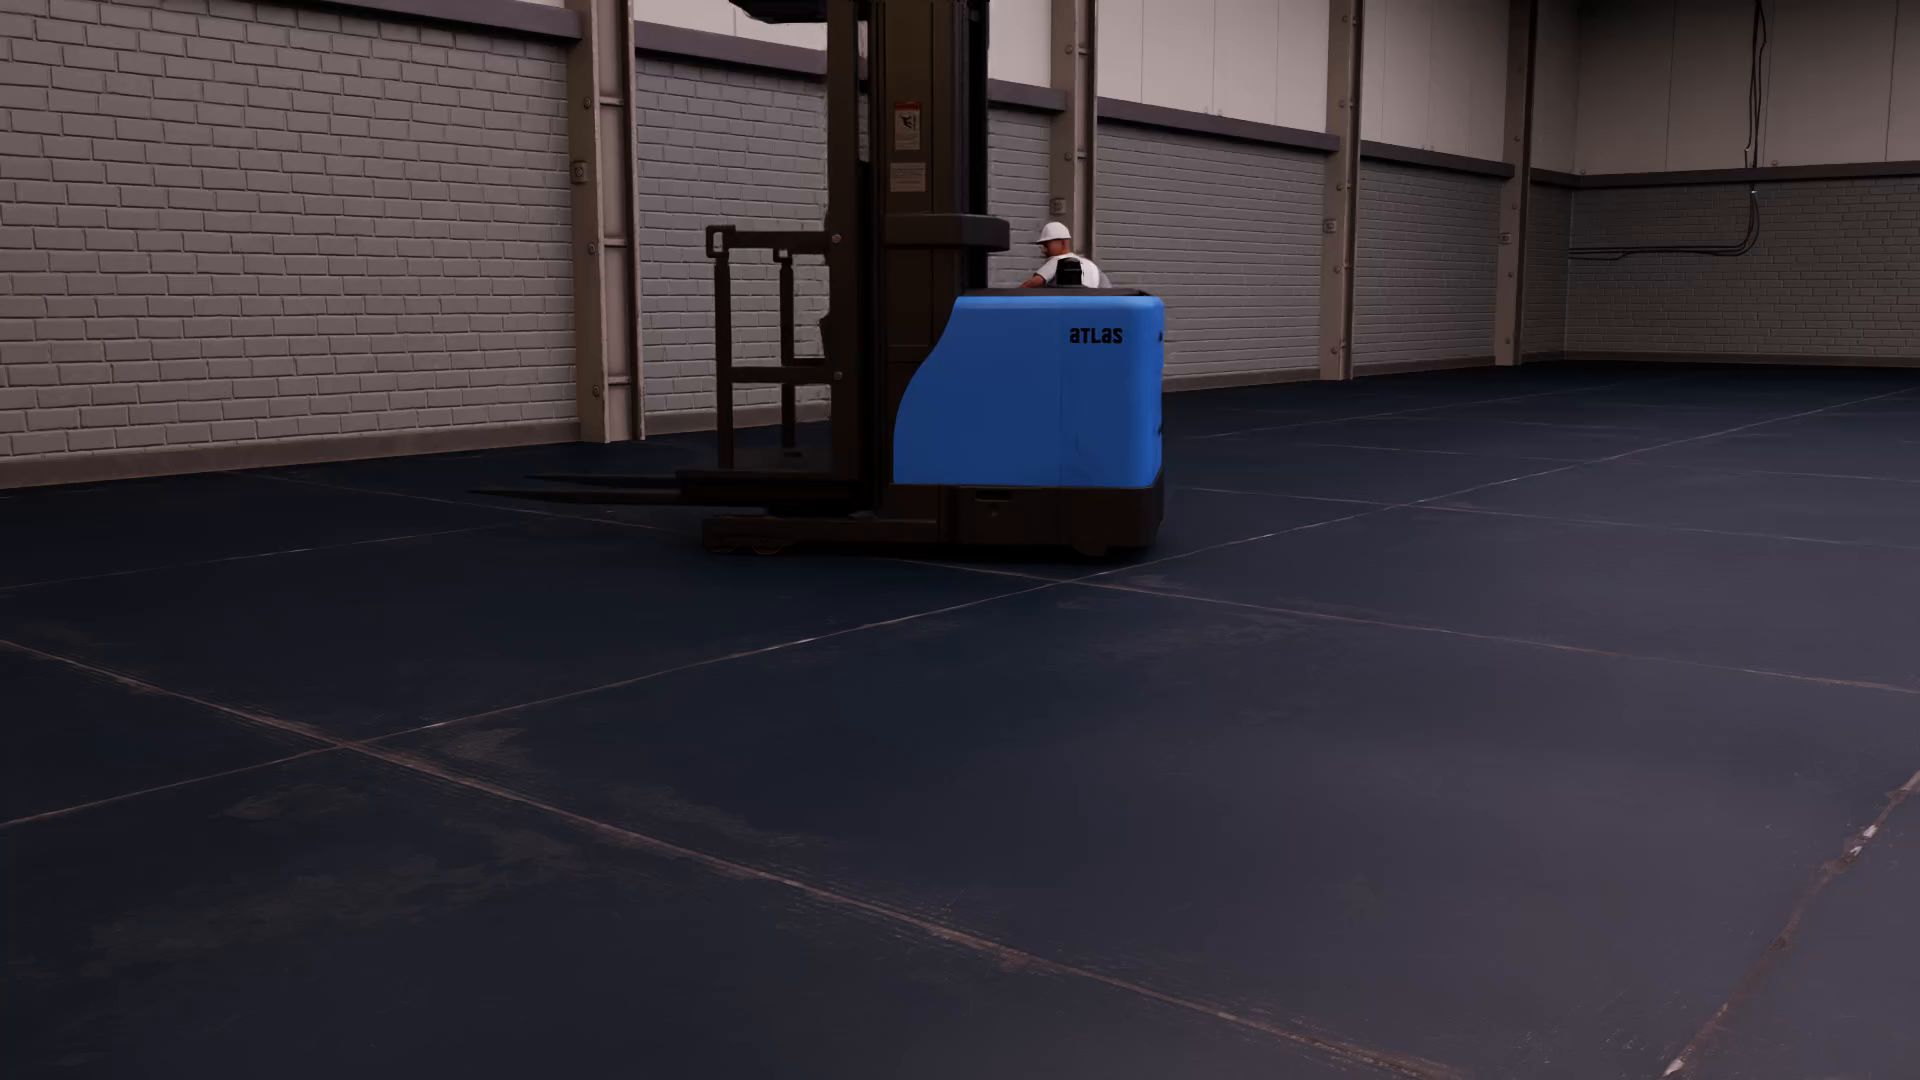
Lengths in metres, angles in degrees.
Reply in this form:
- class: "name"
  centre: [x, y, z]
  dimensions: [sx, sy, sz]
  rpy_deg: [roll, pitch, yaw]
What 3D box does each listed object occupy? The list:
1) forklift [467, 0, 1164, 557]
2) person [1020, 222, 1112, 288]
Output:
- class: "forklift"
  centre: [-0.637, -1.458, 7.247]
  dimensions: [3.031, 2.935, 1.130]
  rpy_deg: [1, 8, 10]
- class: "person"
  centre: [0.811, -1.492, 12.271]
  dimensions: [1.233, 1.683, 0.555]
  rpy_deg: [-7, 11, -39]
